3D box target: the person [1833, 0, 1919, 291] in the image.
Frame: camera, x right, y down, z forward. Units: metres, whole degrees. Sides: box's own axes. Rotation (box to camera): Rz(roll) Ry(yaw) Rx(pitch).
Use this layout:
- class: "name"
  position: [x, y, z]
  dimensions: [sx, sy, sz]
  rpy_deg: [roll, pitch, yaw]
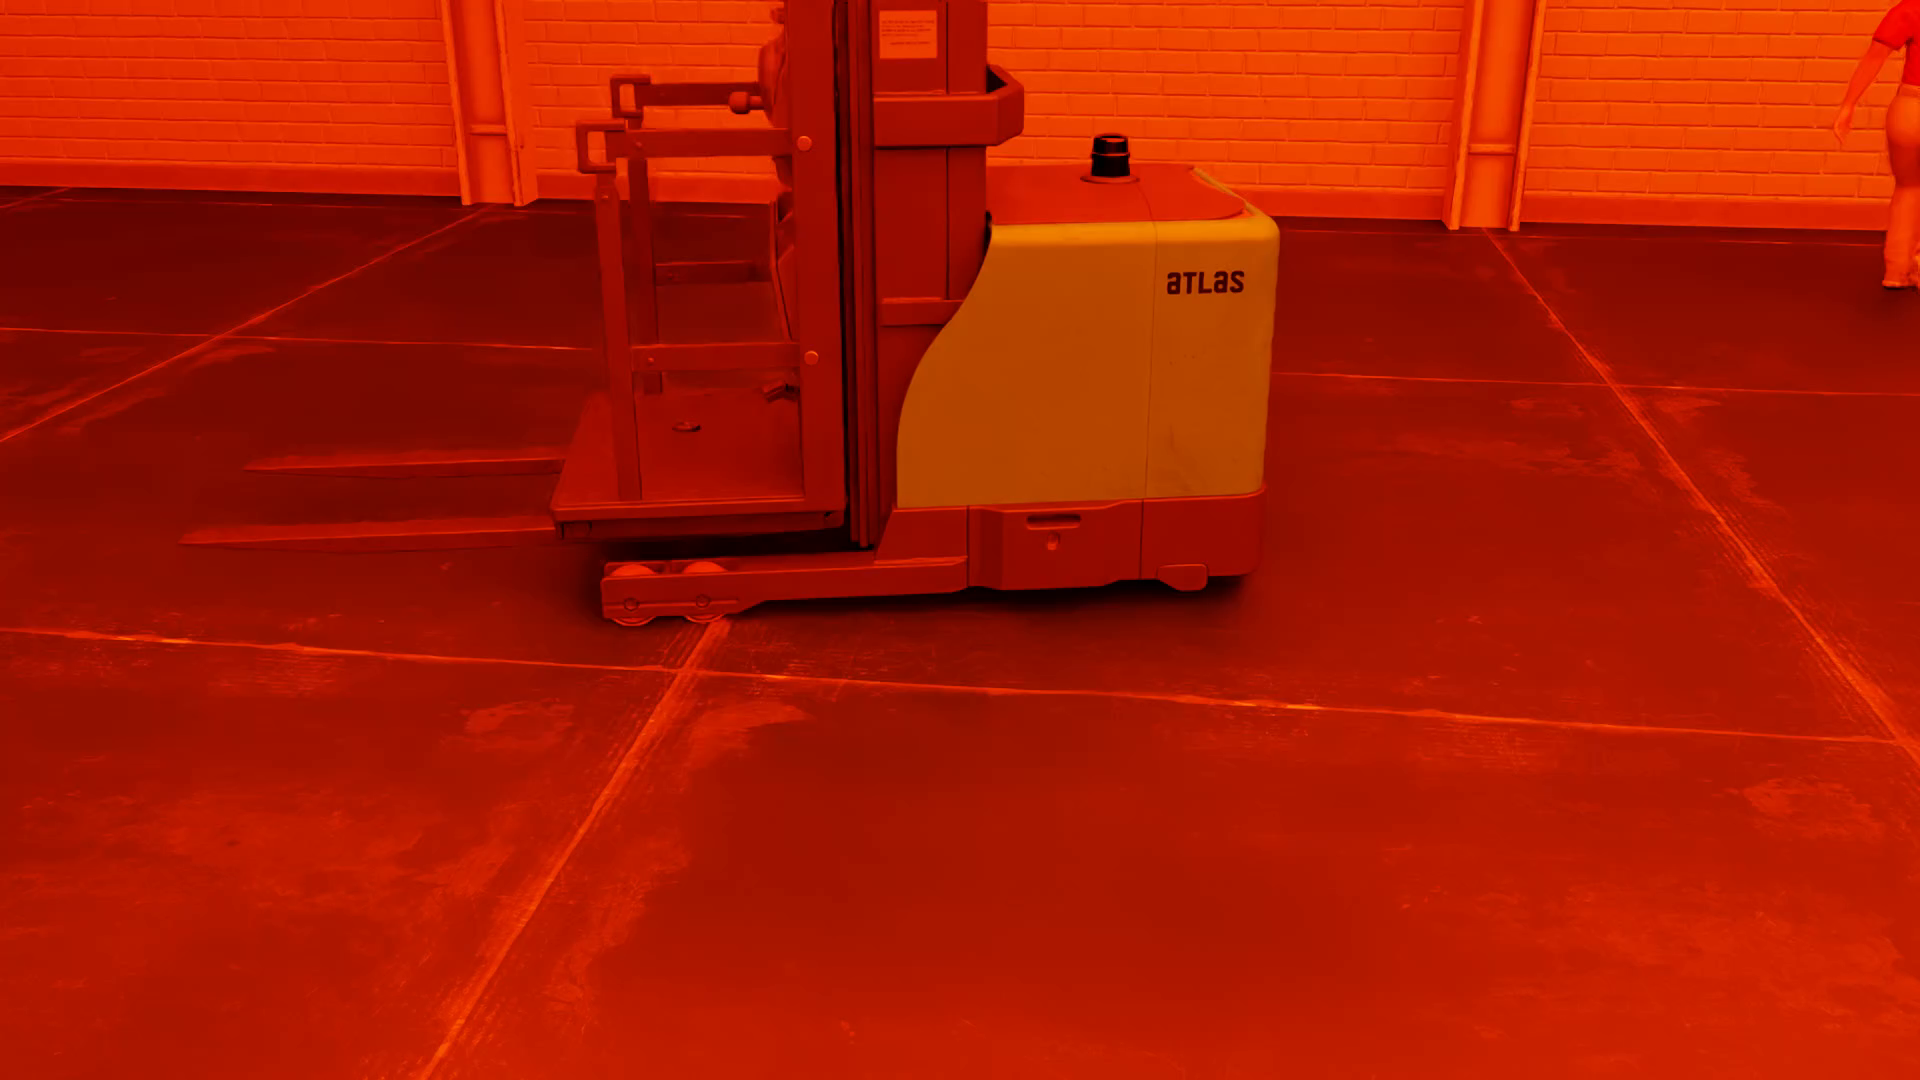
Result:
- class: "person"
  position: [4.650, -2.018, 7.960]
  dimensions: [0.615, 1.673, 0.711]
  rpy_deg: [-18, 28, -37]

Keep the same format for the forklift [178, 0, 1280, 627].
- class: "forklift"
  position: [-0.678, -1.329, 4.554]
  dimensions: [3.031, 2.935, 1.130]
  rpy_deg: [-2, 22, -6]
